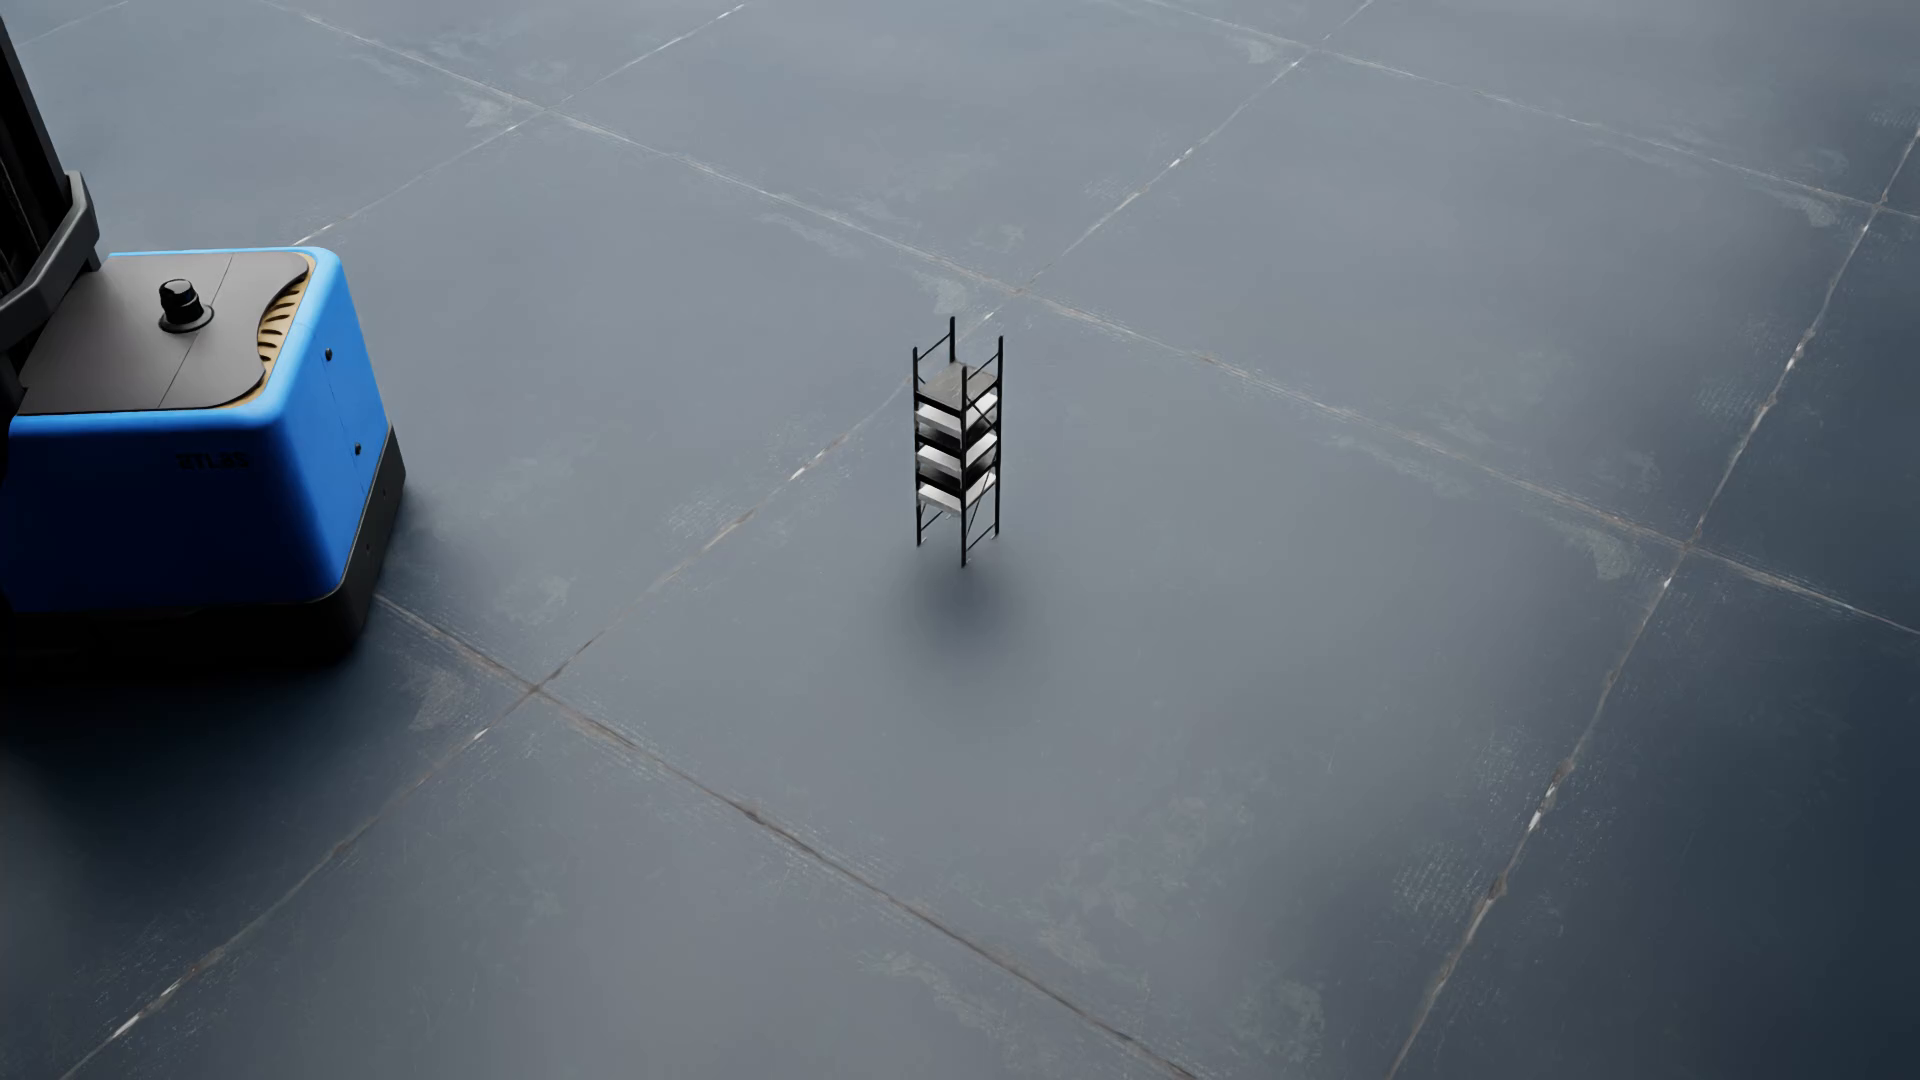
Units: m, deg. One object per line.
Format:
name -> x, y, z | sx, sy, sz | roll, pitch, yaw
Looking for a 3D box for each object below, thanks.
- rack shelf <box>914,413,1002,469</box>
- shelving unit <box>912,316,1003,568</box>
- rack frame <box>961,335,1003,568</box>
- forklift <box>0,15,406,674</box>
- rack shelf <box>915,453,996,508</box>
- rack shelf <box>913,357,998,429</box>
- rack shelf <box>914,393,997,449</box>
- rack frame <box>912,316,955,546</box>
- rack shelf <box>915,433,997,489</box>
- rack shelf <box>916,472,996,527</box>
rack shelf -> -0.007, -0.381, 5.916 | 0.200, 0.077, 0.258 | 25, 48, 25
shelving unit -> -0.007, -0.338, 5.953 | 0.210, 0.900, 0.258 | 25, 48, 25
rack frame -> 0.077, -0.300, 5.910 | 0.006, 0.900, 0.240 | 25, 48, 25
forklift -> -3.623, -0.940, 5.103 | 3.031, 2.935, 1.130 | -2, 42, -3
rack shelf -> -0.007, -0.247, 6.036 | 0.200, 0.077, 0.258 | 25, 48, 25
rack shelf -> -0.007, -0.515, 5.796 | 0.200, 0.077, 0.258 | 25, 48, 25
rack shelf -> -0.007, -0.448, 5.856 | 0.200, 0.077, 0.258 | 25, 48, 25
rack frame -> -0.090, -0.377, 5.997 | 0.006, 0.900, 0.240 | 25, 48, 25
rack shelf -> -0.007, -0.314, 5.976 | 0.200, 0.077, 0.258 | 25, 48, 25
rack shelf -> -0.007, -0.179, 6.096 | 0.200, 0.077, 0.258 | 25, 48, 25
